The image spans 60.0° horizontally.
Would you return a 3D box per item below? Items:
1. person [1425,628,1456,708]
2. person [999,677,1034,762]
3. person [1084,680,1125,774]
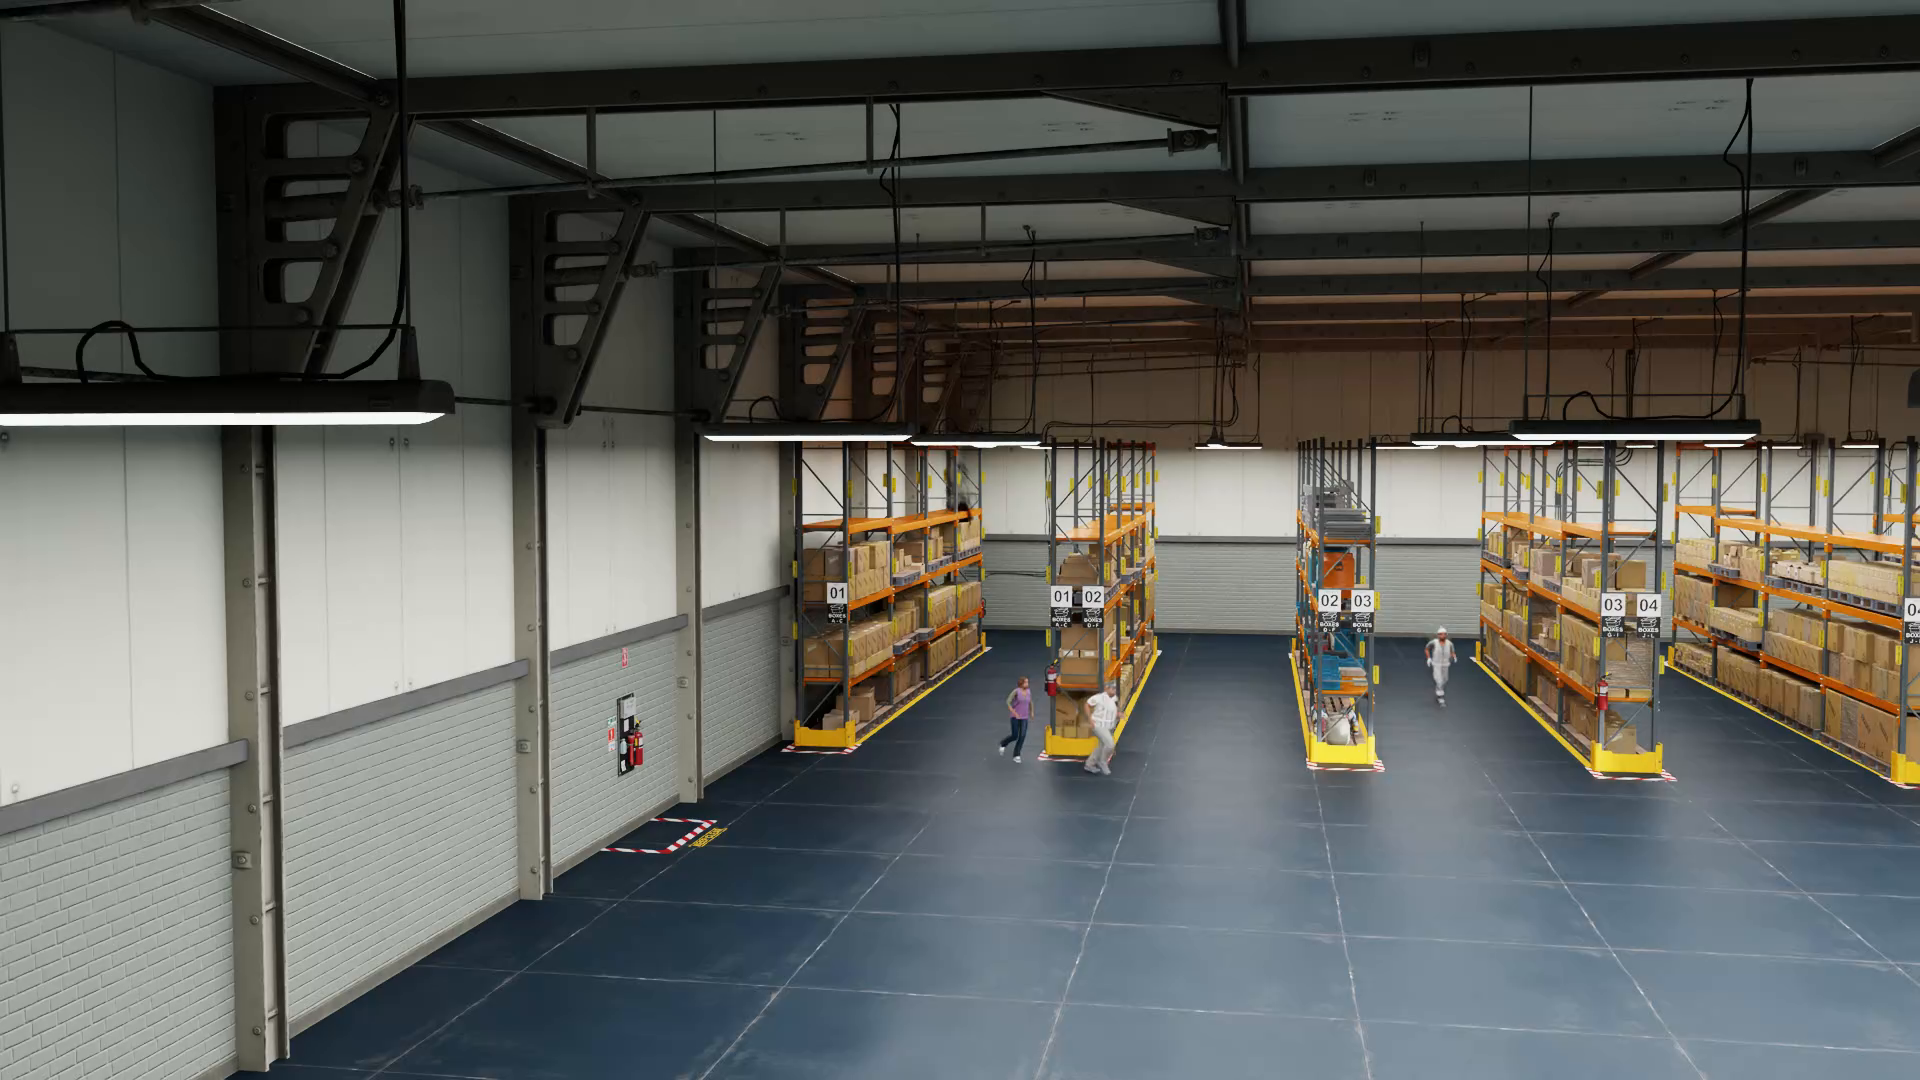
[{"bbox_3d":[10.819,2.853,37.506,0.627,1.775,0.962,0,3,-2],"label":"person"},{"bbox_3d":[1.112,3.307,30.897,0.602,1.550,0.670,-2,3,-29],"label":"person"},{"bbox_3d":[2.562,3.333,29.602,0.801,1.721,0.686,3,4,40],"label":"person"}]
